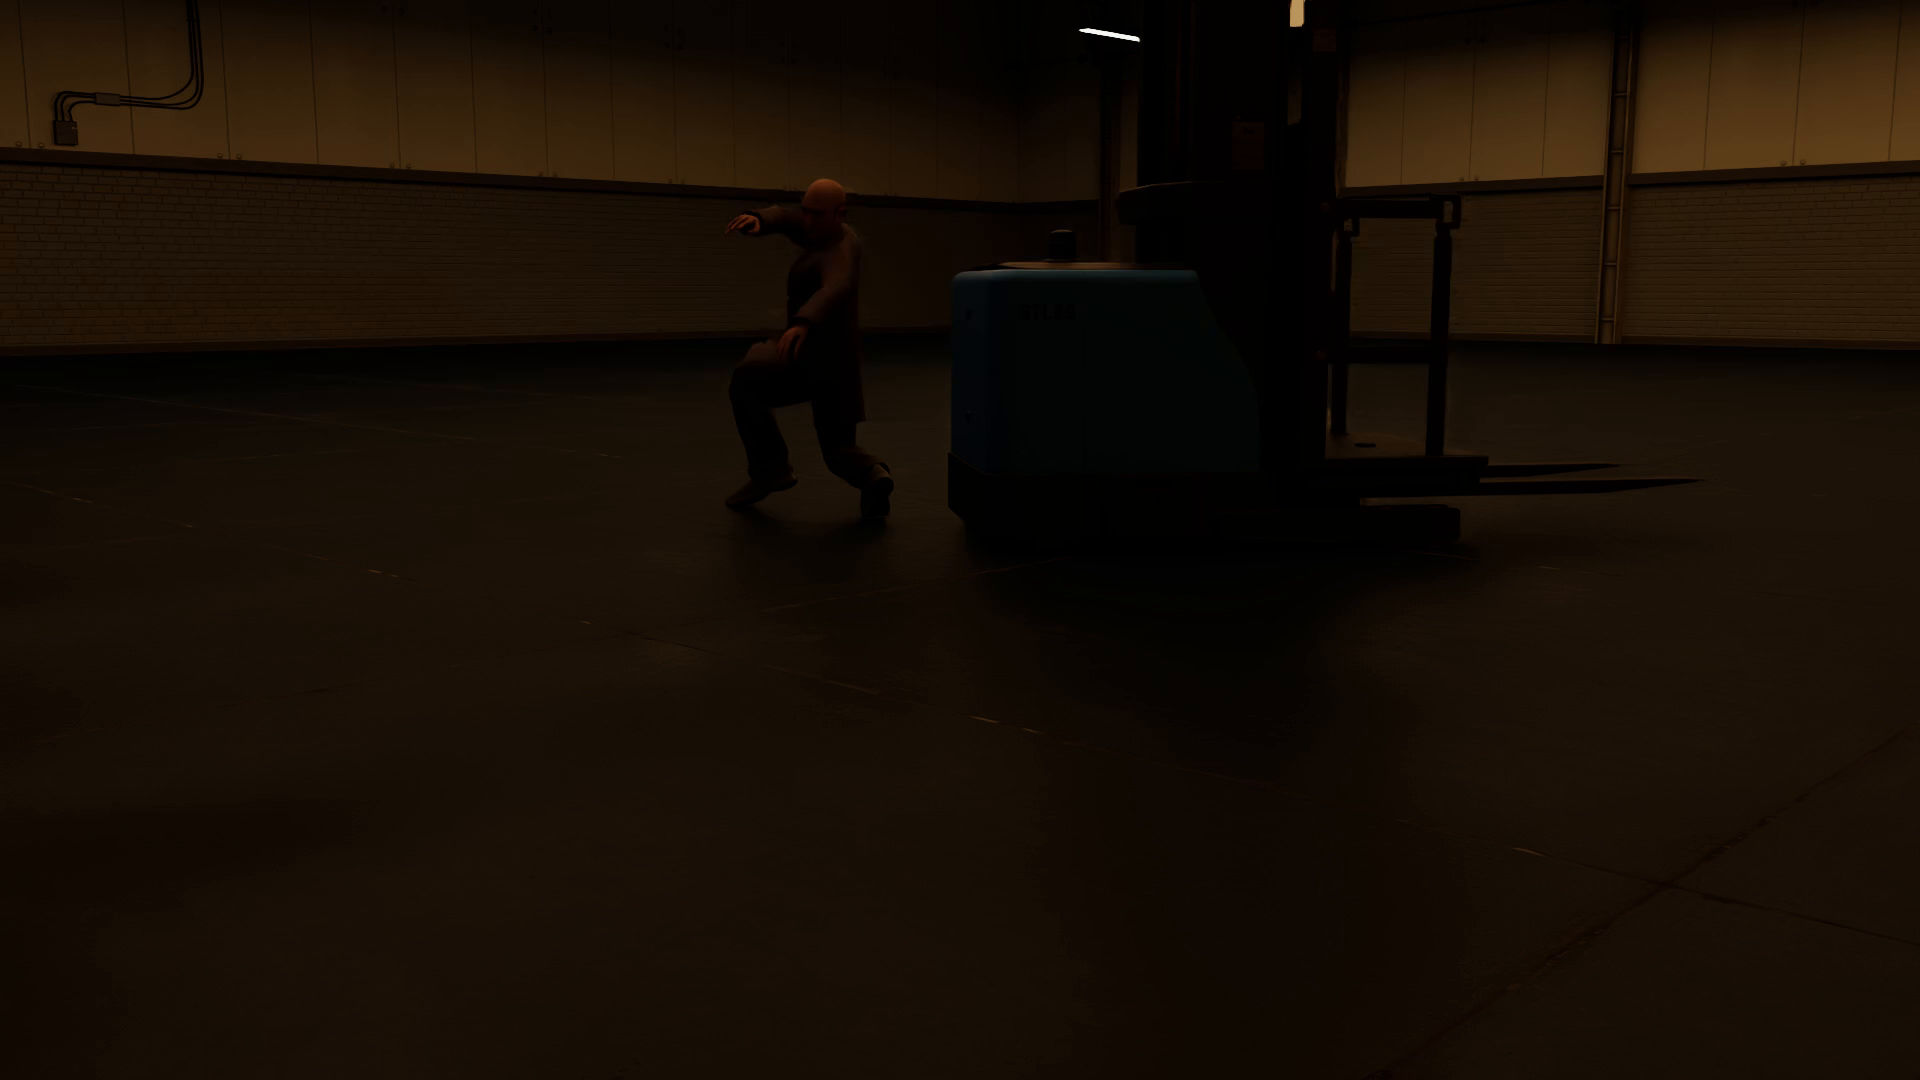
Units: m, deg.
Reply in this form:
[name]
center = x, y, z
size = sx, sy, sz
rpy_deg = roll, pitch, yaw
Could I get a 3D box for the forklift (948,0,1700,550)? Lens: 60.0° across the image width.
[forklift]
center = 1.513, -1.491, 6.772
size = 3.031, 2.935, 1.130
rpy_deg = -1, 9, -9

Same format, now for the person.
[person]
center = -0.761, -0.816, 7.230
size = 1.053, 1.475, 0.958
rpy_deg = 6, 10, 34
